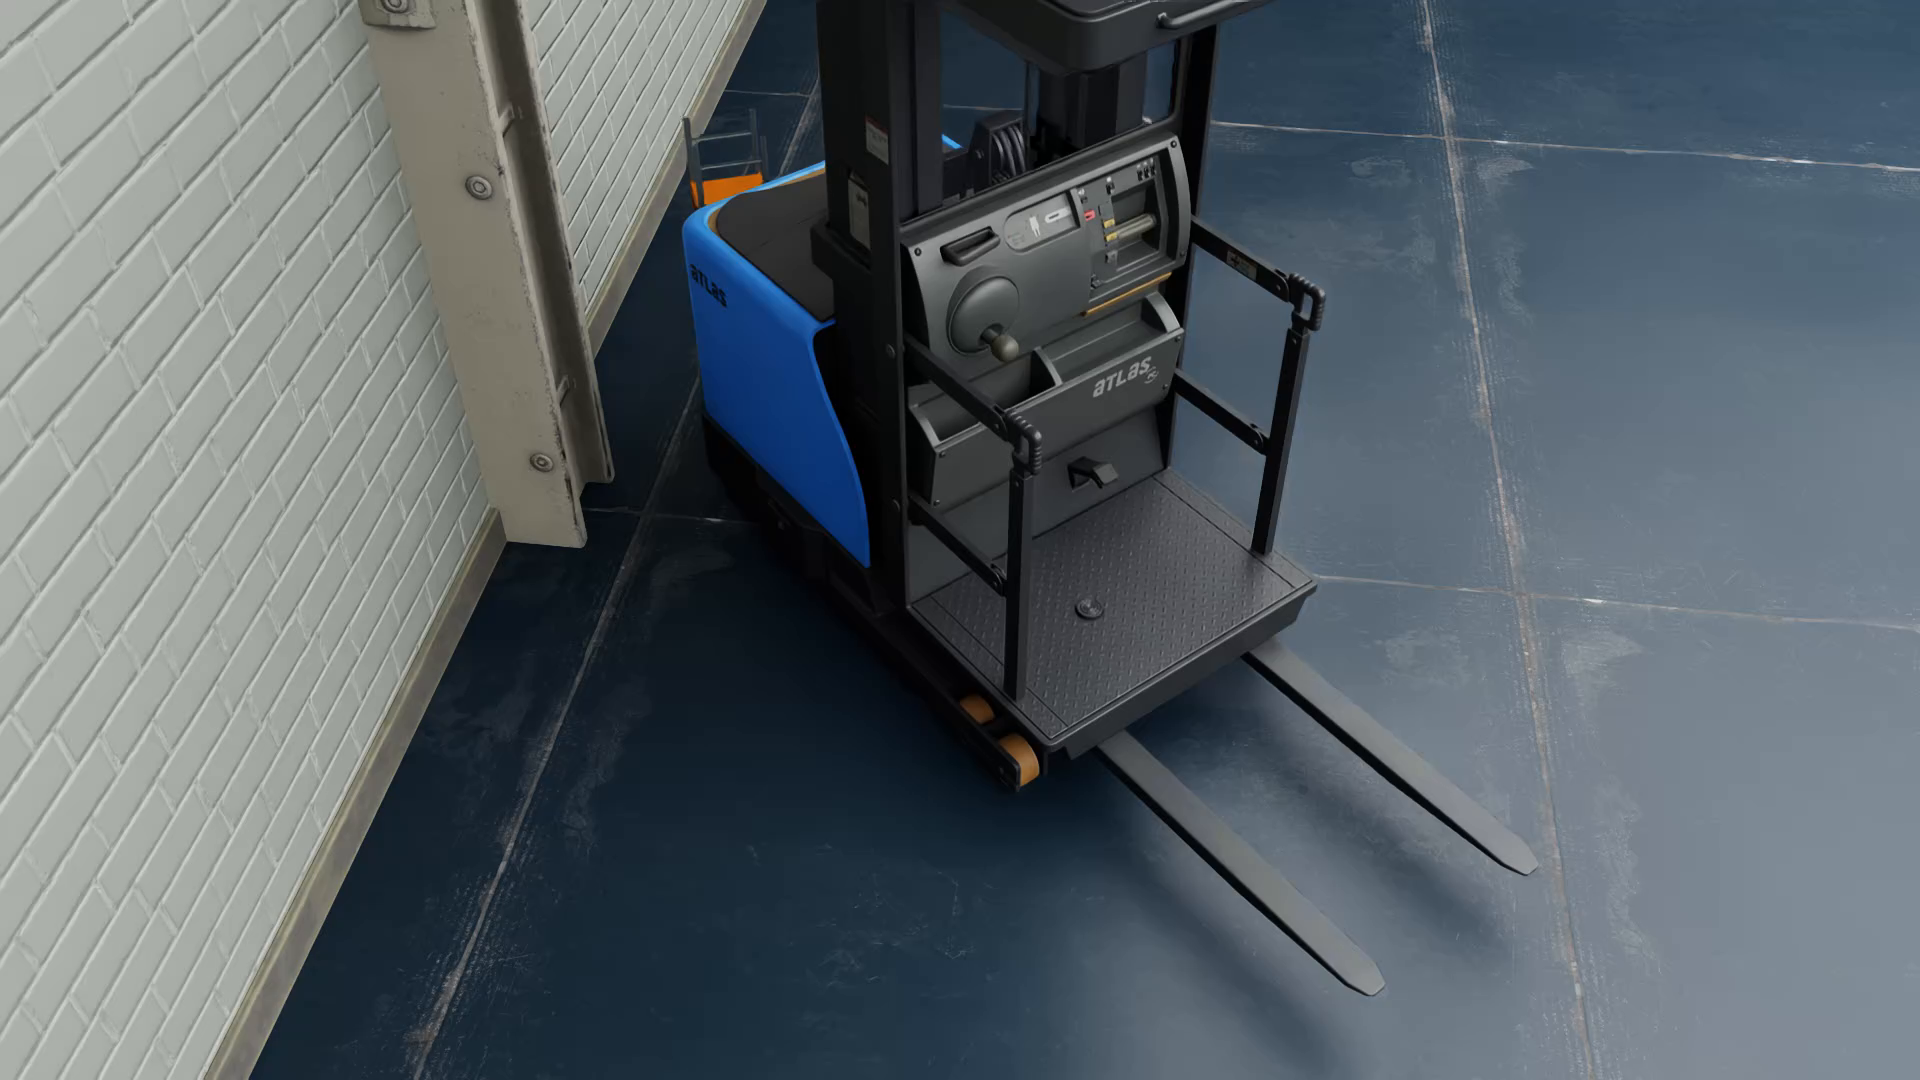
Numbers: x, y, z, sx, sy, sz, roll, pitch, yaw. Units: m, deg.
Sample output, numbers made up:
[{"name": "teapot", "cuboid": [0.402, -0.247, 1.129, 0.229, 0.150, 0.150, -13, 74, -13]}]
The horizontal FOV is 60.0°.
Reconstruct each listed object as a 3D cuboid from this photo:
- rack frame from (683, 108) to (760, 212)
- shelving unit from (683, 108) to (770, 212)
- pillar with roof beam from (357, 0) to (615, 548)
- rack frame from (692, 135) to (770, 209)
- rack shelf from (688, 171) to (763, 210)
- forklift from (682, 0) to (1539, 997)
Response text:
[{"name": "rack frame", "cuboid": [-0.799, -0.970, 5.901, 0.240, 1.200, 0.006, -11, 44, -12]}, {"name": "shelving unit", "cuboid": [-0.774, -0.910, 5.836, 0.258, 1.200, 0.189, -11, 44, -12]}, {"name": "pillar with roof beam", "cuboid": [2.844, -2.998, 2.371, 9.100, 9.000, 0.400, 5, 44, 6]}, {"name": "rack frame", "cuboid": [-0.749, -0.850, 5.772, 0.240, 1.200, 0.006, -11, 44, -12]}, {"name": "rack shelf", "cuboid": [-0.772, -1.140, 5.621, 0.258, 0.103, 0.180, -11, 44, -12]}, {"name": "forklift", "cuboid": [0.388, -0.713, 4.372, 1.130, 2.935, 3.031, -28, 50, -26]}]
